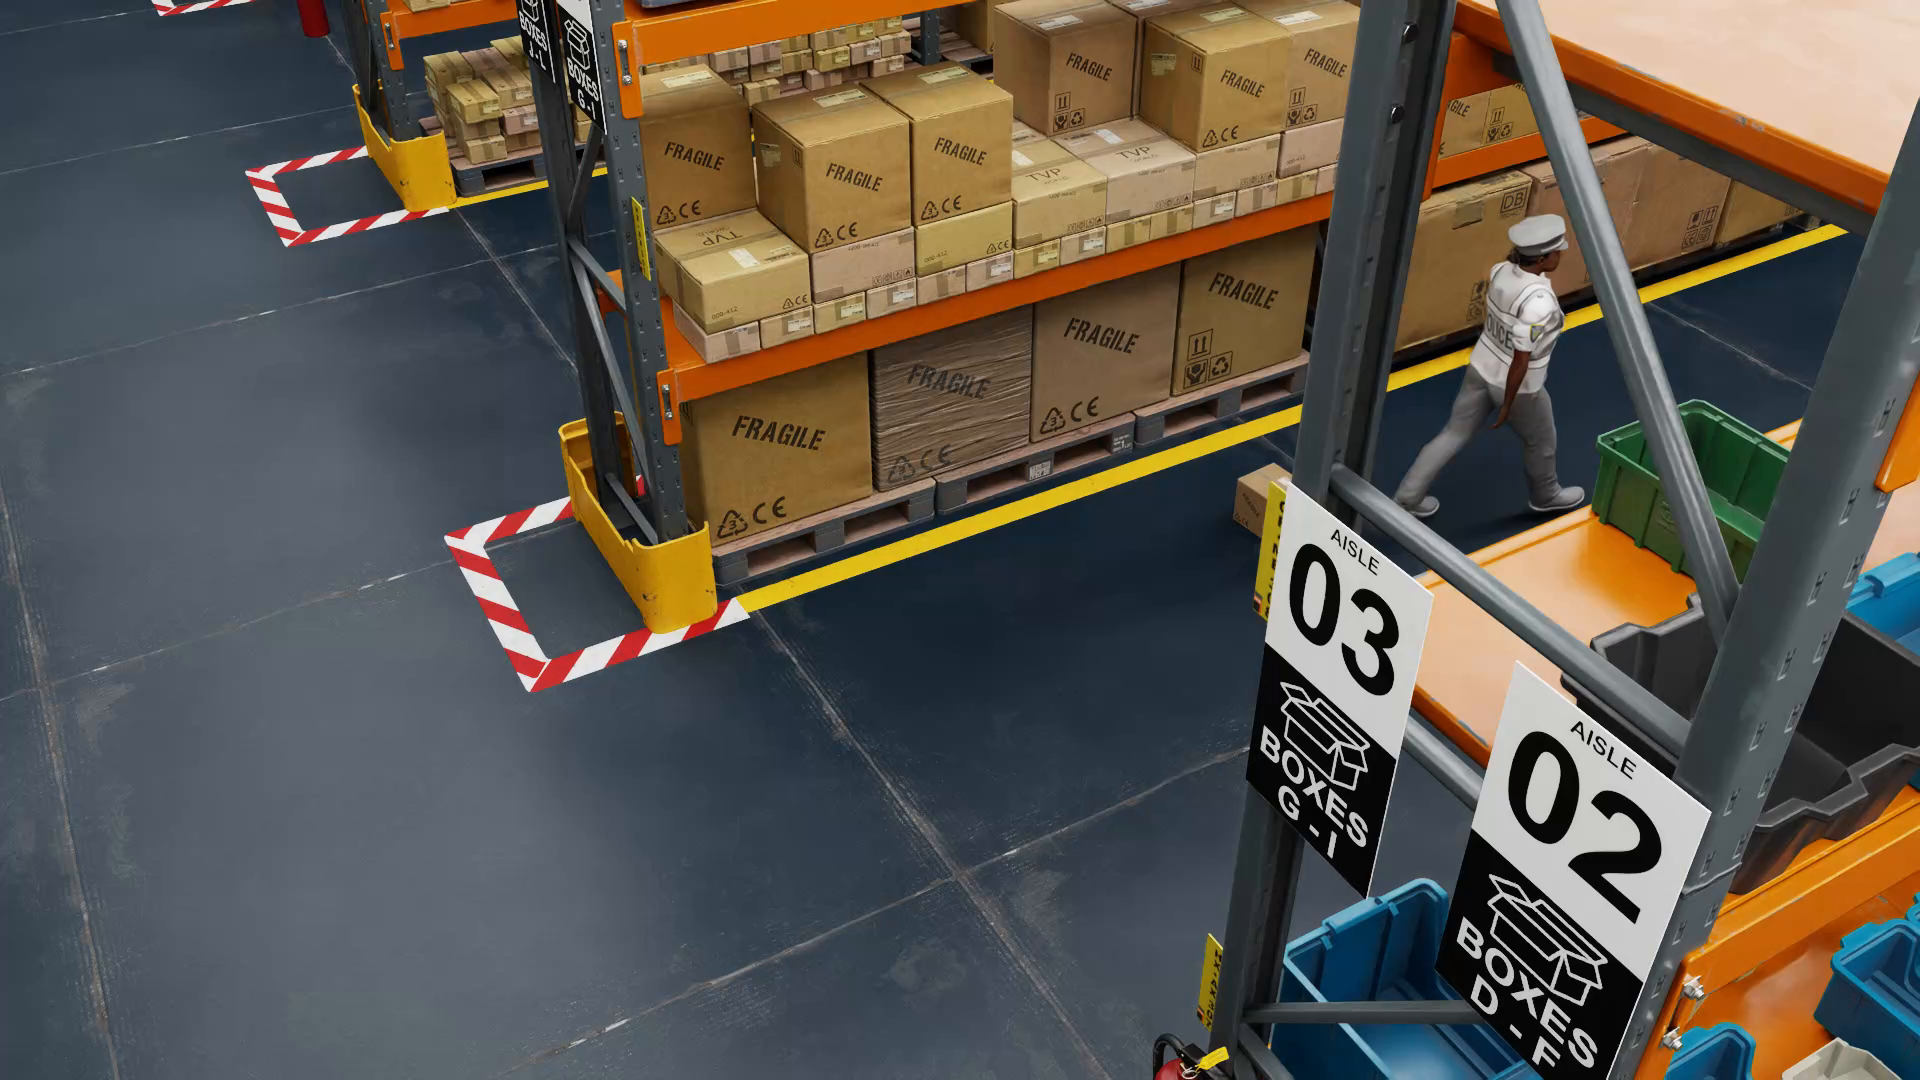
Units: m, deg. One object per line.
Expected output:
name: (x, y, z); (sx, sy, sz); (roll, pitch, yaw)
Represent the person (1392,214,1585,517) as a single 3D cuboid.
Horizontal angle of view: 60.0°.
person: (2.654, -0.808, 7.962); (1.036, 1.623, 0.452); (-12, 39, -15)
